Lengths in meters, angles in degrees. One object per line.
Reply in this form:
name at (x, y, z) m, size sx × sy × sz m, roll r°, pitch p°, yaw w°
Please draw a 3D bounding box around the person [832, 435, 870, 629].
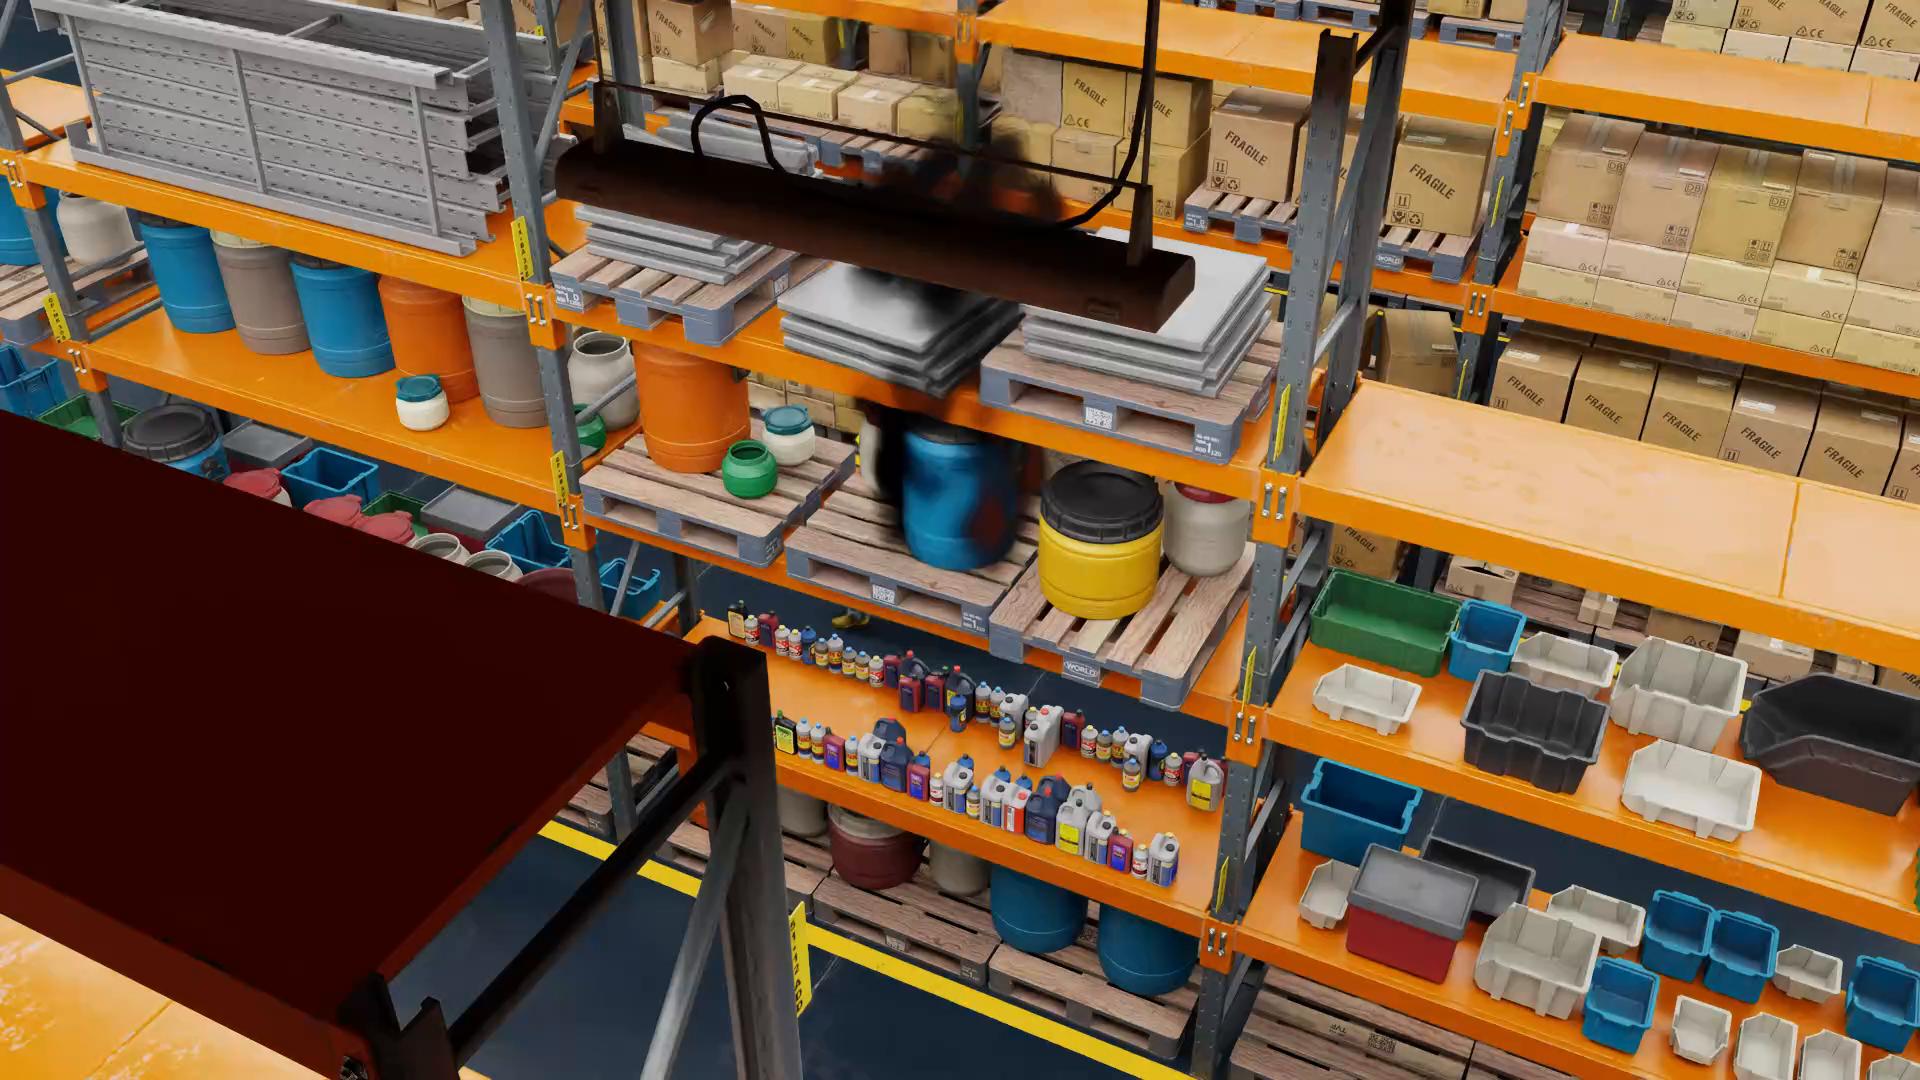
person at (-0.523, -0.063, 12.401) m, size 0.935 × 1.781 × 0.654 m, roll 10°, pitch 36°, yaw 13°
